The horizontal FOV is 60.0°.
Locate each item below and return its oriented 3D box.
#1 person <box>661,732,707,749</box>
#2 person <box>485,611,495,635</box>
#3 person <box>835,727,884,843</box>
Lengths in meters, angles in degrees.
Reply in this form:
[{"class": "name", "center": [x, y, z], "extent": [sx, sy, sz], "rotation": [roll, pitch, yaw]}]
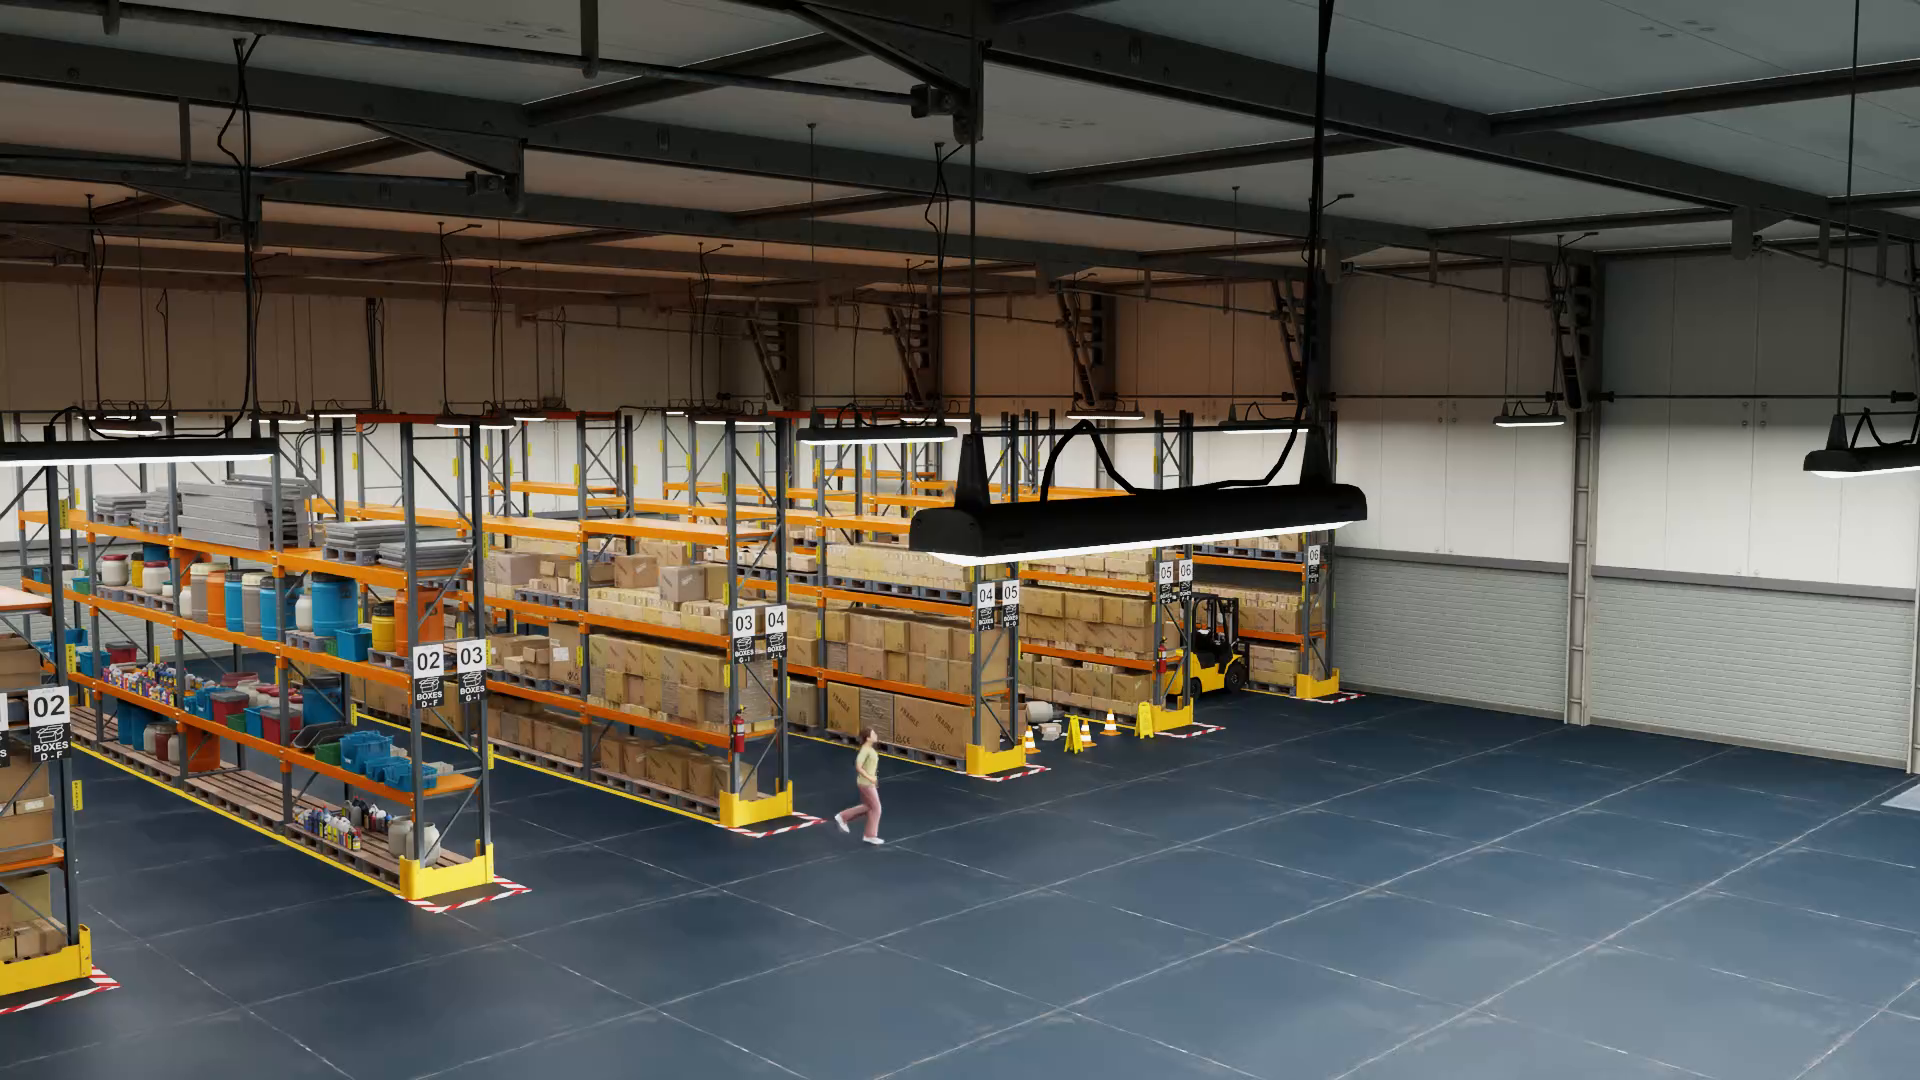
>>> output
[{"class": "person", "center": [-4.965, 2.840, 30.042], "extent": [0.957, 1.800, 0.711], "rotation": [4, 7, 40]}, {"class": "person", "center": [-10.714, 2.350, 37.088], "extent": [0.641, 1.623, 0.797], "rotation": [-4, 6, -36]}, {"class": "person", "center": [-1.429, 3.474, 23.601], "extent": [0.708, 1.665, 0.589], "rotation": [0, 5, 0]}]
